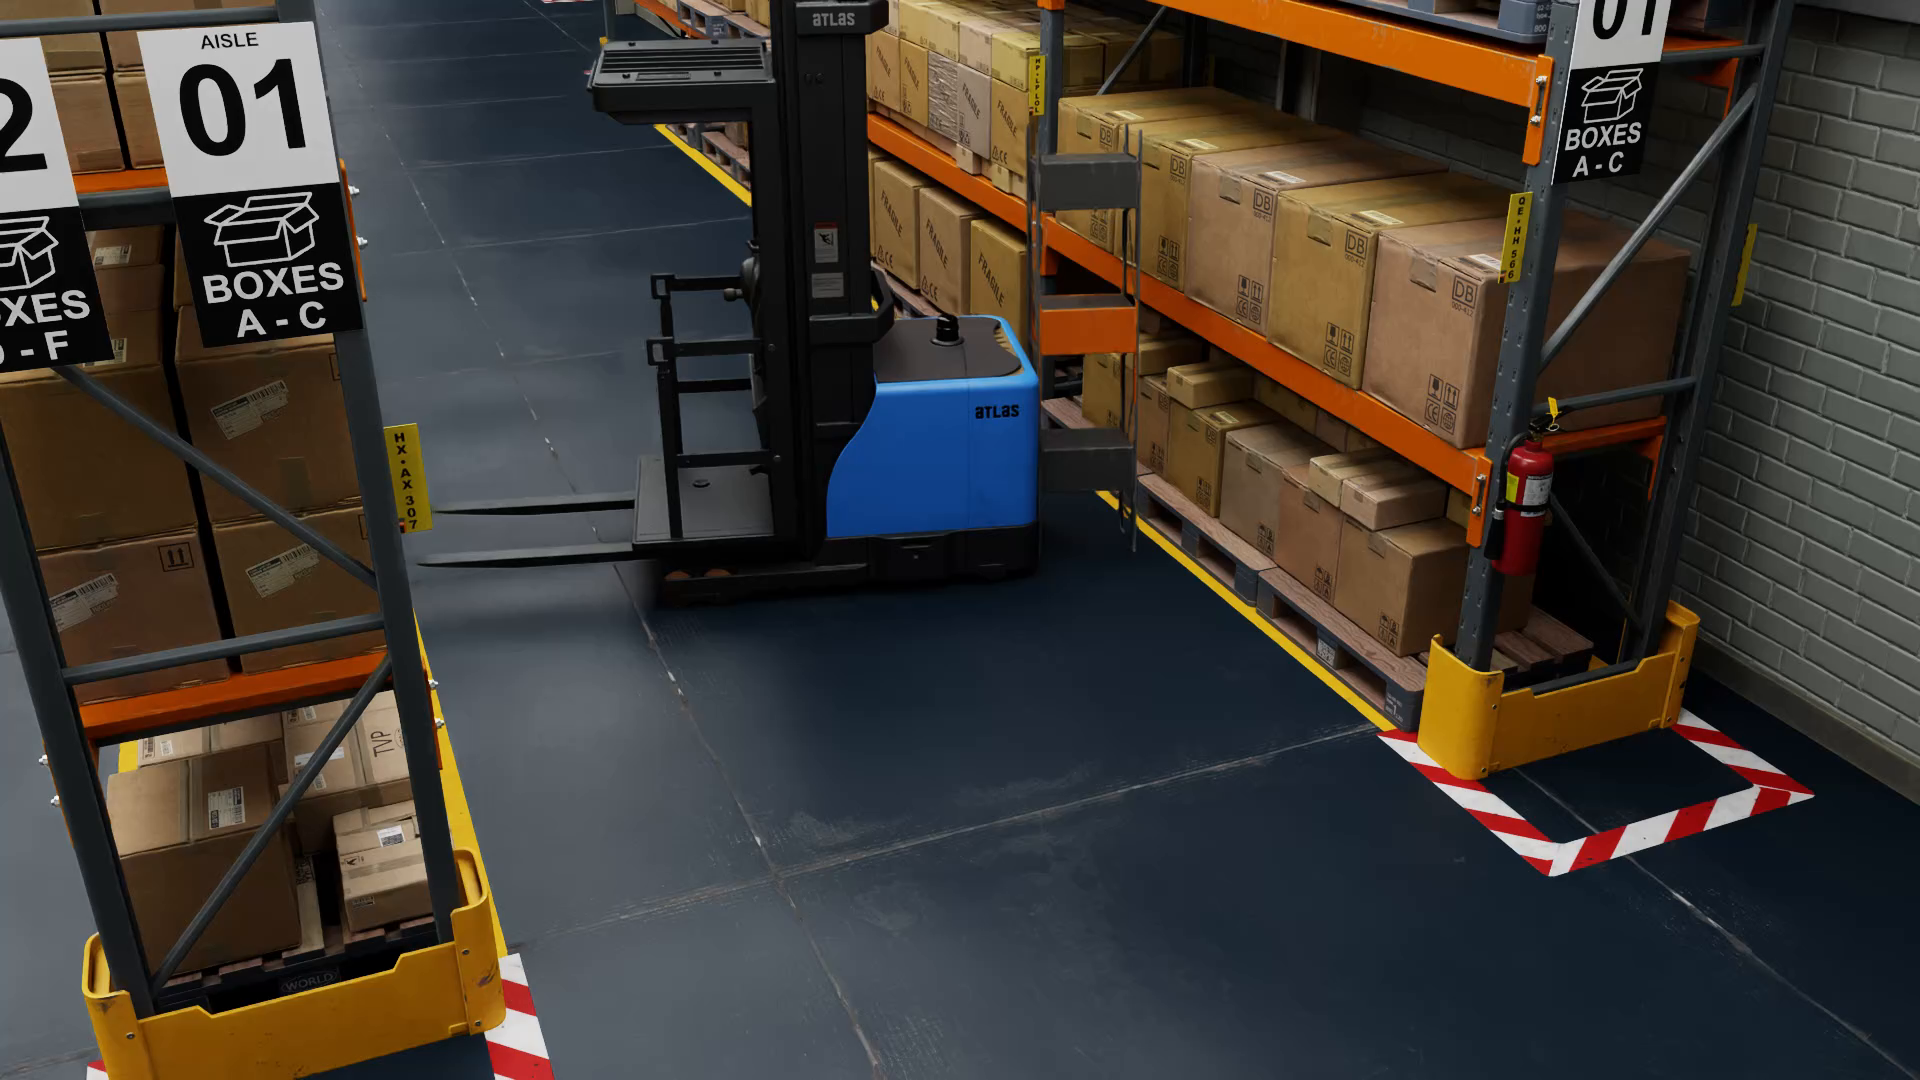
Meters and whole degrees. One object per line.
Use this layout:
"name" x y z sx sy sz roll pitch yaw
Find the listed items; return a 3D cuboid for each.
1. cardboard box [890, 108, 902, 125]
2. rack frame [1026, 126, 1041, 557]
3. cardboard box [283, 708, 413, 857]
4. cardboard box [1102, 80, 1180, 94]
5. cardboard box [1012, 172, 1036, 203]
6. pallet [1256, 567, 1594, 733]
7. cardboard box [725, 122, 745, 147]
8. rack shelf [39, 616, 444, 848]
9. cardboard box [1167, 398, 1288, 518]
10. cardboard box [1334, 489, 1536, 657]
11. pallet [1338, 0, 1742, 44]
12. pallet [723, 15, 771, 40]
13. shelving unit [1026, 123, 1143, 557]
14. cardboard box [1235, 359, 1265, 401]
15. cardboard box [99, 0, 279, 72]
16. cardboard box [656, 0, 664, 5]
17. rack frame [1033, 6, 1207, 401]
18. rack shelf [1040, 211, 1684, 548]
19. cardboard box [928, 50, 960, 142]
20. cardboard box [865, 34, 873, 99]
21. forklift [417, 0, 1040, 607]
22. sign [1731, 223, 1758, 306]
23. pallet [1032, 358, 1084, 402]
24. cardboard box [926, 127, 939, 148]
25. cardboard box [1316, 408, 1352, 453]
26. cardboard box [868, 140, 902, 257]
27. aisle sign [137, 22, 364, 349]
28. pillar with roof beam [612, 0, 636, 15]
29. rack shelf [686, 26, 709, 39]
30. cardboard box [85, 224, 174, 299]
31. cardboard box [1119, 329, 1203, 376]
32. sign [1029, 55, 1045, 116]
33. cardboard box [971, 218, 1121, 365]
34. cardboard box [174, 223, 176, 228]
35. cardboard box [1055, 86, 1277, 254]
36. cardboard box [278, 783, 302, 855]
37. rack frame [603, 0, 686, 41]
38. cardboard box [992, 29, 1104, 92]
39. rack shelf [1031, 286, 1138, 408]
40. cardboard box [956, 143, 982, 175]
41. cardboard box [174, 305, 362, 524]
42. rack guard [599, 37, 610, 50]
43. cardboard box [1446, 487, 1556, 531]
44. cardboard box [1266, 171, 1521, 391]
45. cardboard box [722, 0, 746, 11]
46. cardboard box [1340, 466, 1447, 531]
"cardboard box" -0.283 -3.086 11.915 0.380 0.149 0.250 -10 28 -19
"rack frame" 0.367 -0.974 8.299 0.015 2.100 0.400 -2 18 -4
"cardboard box" -2.208 0.879 6.163 0.500 0.250 0.500 -11 28 -21
"cardboard box" 0.981 -2.573 10.125 0.500 0.500 0.500 -12 28 -22
"cardboard box" 0.537 -2.140 9.978 0.380 0.149 0.250 -10 28 -20
"pallet" 2.111 0.402 7.685 1.003 0.211 1.213 -11 28 -21
"cardboard box" -1.900 -4.166 16.211 0.700 0.500 0.500 -10 28 -19
"rack shelf" -2.844 -0.173 6.505 1.077 0.370 4.000 -11 28 -21
"cardboard box" 1.521 -0.491 8.707 0.700 0.500 0.500 -10 28 -19
"cardboard box" 2.130 0.128 7.440 0.700 0.500 0.500 -11 28 -21
"pallet" 2.196 -2.147 6.411 1.003 0.211 1.213 -11 28 -21
"pallet" -1.450 -4.477 14.719 1.003 0.211 1.213 -11 28 -21
"shelving unit" 0.611 -0.984 8.316 0.503 2.100 0.431 -2 18 -4
"cardboard box" 1.664 -0.865 8.735 0.380 0.149 0.250 -10 28 -20
"cardboard box" -2.022 -1.446 4.475 0.500 0.250 0.500 -11 28 -21
"cardboard box" -2.855 -5.669 17.090 0.500 0.250 0.500 -10 28 -20
"rack frame" 0.930 -2.156 9.747 1.000 3.000 0.127 -11 28 -21
"rack shelf" 1.713 -1.025 8.251 1.077 0.370 4.000 -11 28 -21
"cardboard box" 0.119 -2.895 10.785 0.500 0.500 0.500 -11 28 -20
"cardboard box" -0.486 -3.505 12.035 0.500 0.500 0.500 -10 28 -19
"forklift" -1.167 -1.242 7.953 3.031 2.935 1.130 -4 26 -8
"sign" 3.009 -1.059 6.423 0.100 0.325 0.005 -11 28 -21
"pallet" 0.558 -1.202 10.971 1.003 0.211 1.213 -11 28 -21
"cardboard box" -0.014 -2.770 11.267 0.380 0.149 0.250 -10 28 -19
"cardboard box" 1.966 -0.556 8.100 0.380 0.149 0.250 -10 28 -20
"cardboard box" -0.470 -2.674 12.780 0.750 0.750 0.750 -11 28 -21
"aisle sign" -1.764 -0.880 4.170 0.394 0.787 0.004 -11 28 -21
"pillar with roof beam" -9.011 -11.245 21.525 9.100 9.000 0.400 -11 28 -21
"rack shelf" -1.420 -4.255 14.866 1.077 0.370 4.000 -11 28 -21
"cardboard box" -2.894 -0.728 5.568 0.500 0.500 0.500 -10 28 -19
"cardboard box" 1.094 -1.024 9.059 0.380 0.149 0.250 -10 28 -19
"sign" 0.434 -2.544 9.312 0.100 0.325 0.005 -11 28 -21
"cardboard box" 0.555 -1.619 10.618 0.750 0.750 0.750 -10 28 -20
"cardboard box" -3.499 -1.351 6.845 0.500 0.500 0.500 -11 28 -22
"cardboard box" 1.127 -2.069 9.227 0.980 0.700 0.700 -10 28 -20
"cardboard box" -2.576 1.031 5.948 0.380 0.166 0.250 -11 28 -21
"rack frame" -3.770 -7.001 19.669 1.000 3.000 0.127 -11 28 -21
"cardboard box" 0.511 -2.825 9.787 0.500 0.250 0.500 -10 28 -19
"rack shelf" 0.611 -0.971 8.321 0.480 0.518 0.431 -2 18 -4
"cardboard box" 0.199 -2.447 10.606 0.380 0.149 0.250 -11 28 -21
"cardboard box" -1.992 -0.407 4.912 0.500 0.500 0.500 -10 28 -19
"rack guard" -3.740 -5.847 20.155 1.175 0.500 0.348 -11 28 -21
"cardboard box" 2.363 -0.148 7.265 0.380 0.149 0.250 -10 28 -20
"cardboard box" 1.992 -1.172 7.390 0.980 0.700 0.700 -11 28 -21
"cardboard box" -1.823 -5.190 15.346 0.700 0.500 0.500 -8 27 -15
"cardboard box" 1.912 -0.184 7.340 0.380 0.149 0.250 -11 28 -21
